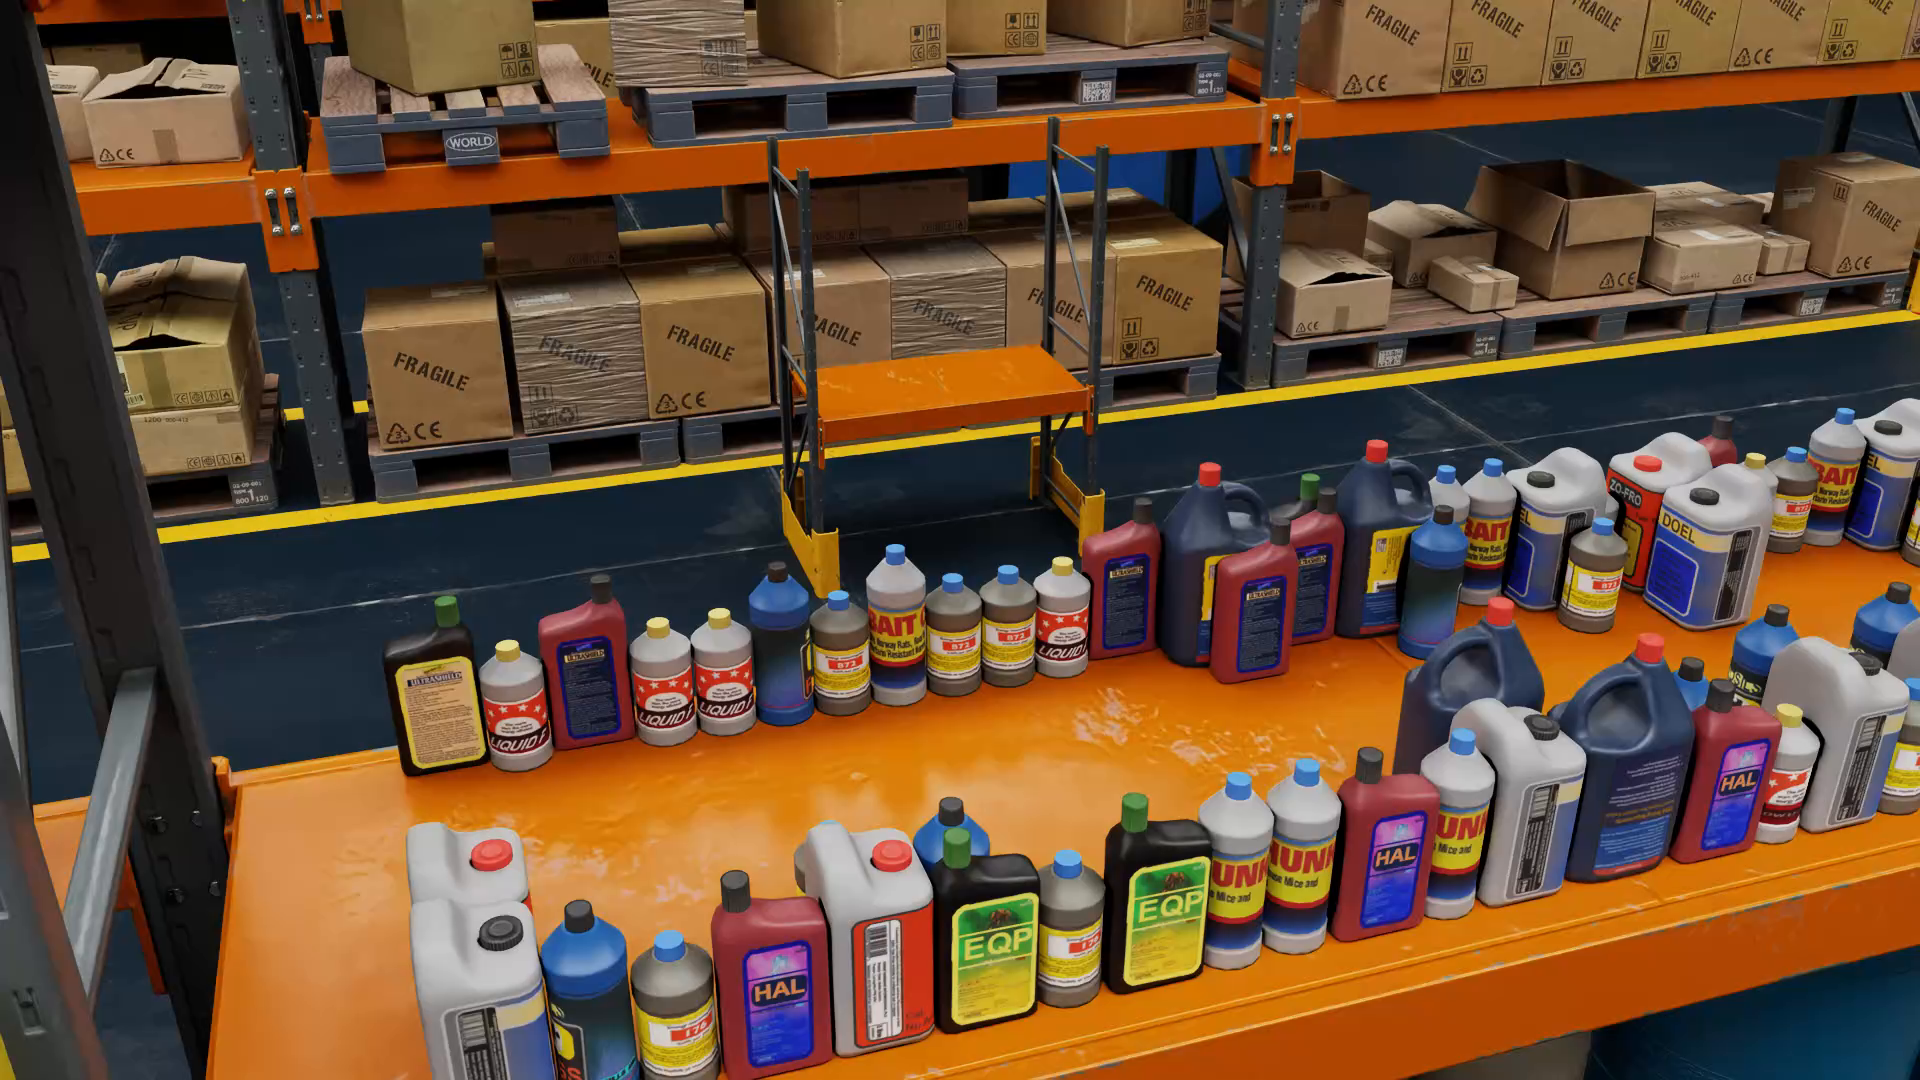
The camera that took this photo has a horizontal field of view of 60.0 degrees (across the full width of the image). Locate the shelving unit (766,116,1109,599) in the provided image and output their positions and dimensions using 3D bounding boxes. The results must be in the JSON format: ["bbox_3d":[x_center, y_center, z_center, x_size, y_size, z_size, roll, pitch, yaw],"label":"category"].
[{"bbox_3d":[-0.072,-0.661,5.895,1.083,1.500,0.587,-8,28,-16],"label":"shelving unit"}]

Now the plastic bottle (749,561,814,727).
[{"bbox_3d":[-0.290,0.162,2.696,0.097,0.271,0.097,0,26,0],"label":"plastic bottle"}]

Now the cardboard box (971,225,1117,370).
[{"bbox_3d":[0.358,-1.063,7.333,0.500,0.500,0.500,-8,28,-16],"label":"cardboard box"}]

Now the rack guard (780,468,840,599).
[{"bbox_3d":[-0.546,-0.033,6.035,0.087,0.250,0.587,-8,28,-16],"label":"rack guard"}]

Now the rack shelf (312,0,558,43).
[{"bbox_3d":[-2.228,-3.735,11.209,4.000,0.370,1.077,-8,28,-16],"label":"rack shelf"}]

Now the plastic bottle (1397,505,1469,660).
[{"bbox_3d":[0.823,0.068,2.884,0.097,0.271,0.097,0,26,0],"label":"plastic bottle"}]

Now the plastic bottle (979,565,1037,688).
[{"bbox_3d":[0.081,0.139,2.819,0.097,0.201,0.097,0,26,0],"label":"plastic bottle"}]

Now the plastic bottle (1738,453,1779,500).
[{"bbox_3d":[1.531,-0.071,3.242,0.097,0.201,0.097,0,26,0],"label":"plastic bottle"}]

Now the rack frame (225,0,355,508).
[{"bbox_3d":[-2.593,-1.688,6.277,0.127,3.000,1.000,-8,28,-16],"label":"rack frame"}]

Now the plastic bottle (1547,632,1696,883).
[{"bbox_3d":[0.921,0.295,2.338,0.185,0.351,0.144,-8,28,-16],"label":"plastic bottle"}]

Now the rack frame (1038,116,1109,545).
[{"bbox_3d":[0.402,-0.730,6.034,0.032,1.500,0.500,-8,28,-16],"label":"rack frame"}]

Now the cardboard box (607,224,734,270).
[{"bbox_3d":[-1.284,-1.065,7.337,0.500,0.500,0.500,-9,28,-18],"label":"cardboard box"}]

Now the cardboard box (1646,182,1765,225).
[{"bbox_3d":[3.934,-1.731,8.961,0.500,0.250,0.500,-8,28,-16],"label":"cardboard box"}]

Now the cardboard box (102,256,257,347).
[{"bbox_3d":[-3.181,-0.948,6.775,0.500,0.311,0.500,-7,27,-14],"label":"cardboard box"}]

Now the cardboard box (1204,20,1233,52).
[{"bbox_3d":[1.888,-3.675,12.618,0.500,0.500,0.700,-9,28,-18],"label":"cardboard box"}]

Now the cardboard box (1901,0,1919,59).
[{"bbox_3d":[4.673,-2.658,8.117,0.500,0.500,0.500,-7,27,-15],"label":"cardboard box"}]

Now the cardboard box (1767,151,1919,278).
[{"bbox_3d":[4.573,-1.688,8.593,0.500,0.500,0.500,-8,28,-16],"label":"cardboard box"}]

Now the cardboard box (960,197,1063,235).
[{"bbox_3d":[0.172,-1.274,7.760,0.500,0.500,0.500,-8,27,-15],"label":"cardboard box"}]

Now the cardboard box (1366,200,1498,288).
[{"bbox_3d":[2.378,-1.533,8.494,0.500,0.311,0.500,-8,28,-16],"label":"cardboard box"}]

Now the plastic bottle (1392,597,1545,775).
[{"bbox_3d":[0.746,0.249,2.431,0.185,0.351,0.144,-8,28,-16],"label":"plastic bottle"}]

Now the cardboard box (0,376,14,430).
[{"bbox_3d":[-3.506,-0.645,6.165,0.500,0.311,0.500,-9,28,-17],"label":"cardboard box"}]

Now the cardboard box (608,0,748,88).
[{"bbox_3d":[-1.100,-2.100,6.523,0.500,0.500,0.700,-3,27,-6],"label":"cardboard box"}]

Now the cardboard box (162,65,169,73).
[{"bbox_3d":[-5.324,-2.716,10.665,0.500,0.500,0.700,-8,28,-16],"label":"cardboard box"}]

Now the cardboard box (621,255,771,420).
[{"bbox_3d":[-1.097,-0.849,6.902,0.500,0.500,0.500,-9,28,-17],"label":"cardboard box"}]

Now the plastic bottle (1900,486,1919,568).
[{"bbox_3d":[1.892,-0.052,3.204,0.097,0.201,0.097,0,26,0],"label":"plastic bottle"}]

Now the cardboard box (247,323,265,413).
[{"bbox_3d":[-3.181,-0.696,6.900,0.500,0.250,0.500,-8,28,-16],"label":"cardboard box"}]

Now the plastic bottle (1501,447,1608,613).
[{"bbox_3d":[1.082,-0.026,3.069,0.135,0.276,0.152,-8,28,-16],"label":"plastic bottle"}]

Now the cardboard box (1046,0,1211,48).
[{"bbox_3d":[0.691,-2.501,7.330,0.500,0.500,0.700,-19,32,-33],"label":"cardboard box"}]

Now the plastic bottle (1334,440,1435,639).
[{"bbox_3d":[0.744,-0.013,2.958,0.185,0.351,0.144,-8,28,-16],"label":"plastic bottle"}]

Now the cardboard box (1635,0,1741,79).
[{"bbox_3d":[3.225,-2.449,7.697,0.500,0.500,0.500,-9,28,-17],"label":"cardboard box"}]

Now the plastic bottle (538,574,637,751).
[{"bbox_3d":[-0.590,0.191,2.623,0.133,0.283,0.061,-8,28,-16],"label":"plastic bottle"}]

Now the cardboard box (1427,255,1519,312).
[{"bbox_3d":[2.496,-1.256,8.099,0.250,0.166,0.380,-8,28,-16],"label":"cardboard box"}]

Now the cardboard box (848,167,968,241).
[{"bbox_3d":[-0.275,-1.551,7.473,0.500,0.250,0.500,-8,28,-16],"label":"cardboard box"}]

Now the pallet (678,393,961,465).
[{"bbox_3d":[-0.713,-0.692,7.407,1.213,0.211,1.003,-8,28,-16],"label":"pallet"}]

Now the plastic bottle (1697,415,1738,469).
[{"bbox_3d":[1.416,-0.099,3.208,0.133,0.283,0.061,-8,28,-16],"label":"plastic bottle"}]

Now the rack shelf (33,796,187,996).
[{"bbox_3d":[-2.964,1.005,1.662,4.000,0.370,1.077,-8,28,-16],"label":"rack shelf"}]

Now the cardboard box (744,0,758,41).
[{"bbox_3d":[-1.749,-3.290,11.449,0.750,0.750,0.750,-7,27,-15],"label":"cardboard box"}]

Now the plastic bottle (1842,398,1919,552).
[{"bbox_3d":[1.835,-0.135,3.289,0.135,0.276,0.152,-8,28,-16],"label":"plastic bottle"}]

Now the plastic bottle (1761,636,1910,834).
[{"bbox_3d":[1.291,0.273,2.467,0.135,0.276,0.152,-8,28,-16],"label":"plastic bottle"}]

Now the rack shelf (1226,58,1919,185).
[{"bbox_3d":[3.113,-2.192,8.101,4.000,0.370,1.077,-8,28,-16],"label":"rack shelf"}]

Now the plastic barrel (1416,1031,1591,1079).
[{"bbox_3d":[0.981,0.988,3.213,0.421,0.512,0.421,0,26,0],"label":"plastic barrel"}]

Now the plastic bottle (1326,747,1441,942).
[{"bbox_3d":[0.562,0.396,2.209,0.133,0.283,0.061,-8,28,-16],"label":"plastic bottle"}]

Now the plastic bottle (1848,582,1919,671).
[{"bbox_3d":[1.455,0.193,2.633,0.097,0.271,0.097,0,26,0],"label":"plastic bottle"}]

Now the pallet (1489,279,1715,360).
[{"bbox_3d":[3.026,-1.253,8.538,1.213,0.211,1.003,-8,28,-16],"label":"pallet"}]

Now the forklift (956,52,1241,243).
[{"bbox_3d":[0.071,-3.181,9.362,3.031,2.935,1.130,12,29,22],"label":"forklift"}]

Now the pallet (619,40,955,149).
[{"bbox_3d":[-0.745,-1.872,6.863,1.213,0.211,1.003,-8,28,-16],"label":"pallet"}]

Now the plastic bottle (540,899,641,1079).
[{"bbox_3d":[-0.432,0.537,1.939,0.097,0.271,0.097,0,26,0],"label":"plastic bottle"}]

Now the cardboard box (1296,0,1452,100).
[{"bbox_3d":[1.780,-2.239,7.273,0.500,0.500,0.500,-8,27,-15],"label":"cardboard box"}]

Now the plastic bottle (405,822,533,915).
[{"bbox_3d":[-0.598,0.475,2.059,0.135,0.276,0.152,-8,28,-16],"label":"plastic bottle"}]

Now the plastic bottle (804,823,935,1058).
[{"bbox_3d":[-0.111,0.476,2.058,0.135,0.276,0.152,-8,28,-16],"label":"plastic bottle"}]

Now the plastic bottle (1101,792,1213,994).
[{"bbox_3d":[0.250,0.442,2.118,0.133,0.283,0.061,-8,28,-16],"label":"plastic bottle"}]
